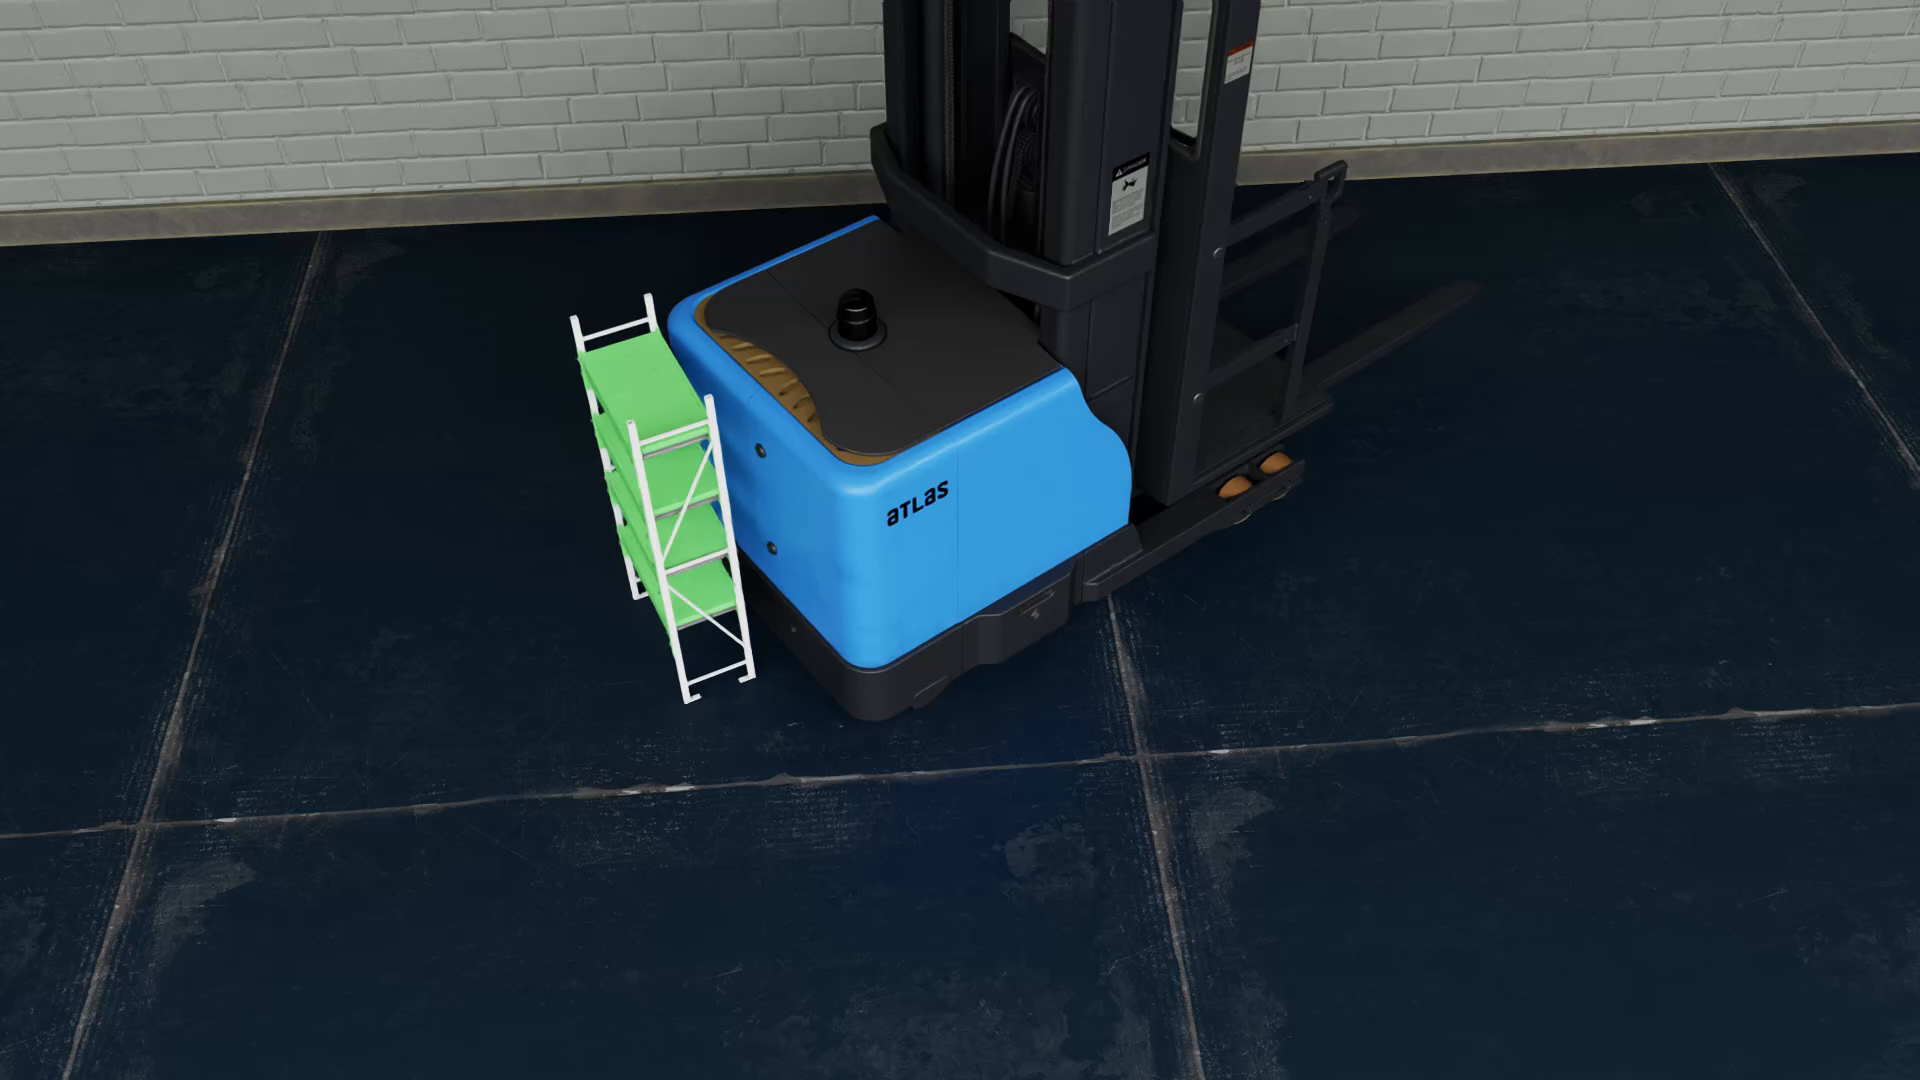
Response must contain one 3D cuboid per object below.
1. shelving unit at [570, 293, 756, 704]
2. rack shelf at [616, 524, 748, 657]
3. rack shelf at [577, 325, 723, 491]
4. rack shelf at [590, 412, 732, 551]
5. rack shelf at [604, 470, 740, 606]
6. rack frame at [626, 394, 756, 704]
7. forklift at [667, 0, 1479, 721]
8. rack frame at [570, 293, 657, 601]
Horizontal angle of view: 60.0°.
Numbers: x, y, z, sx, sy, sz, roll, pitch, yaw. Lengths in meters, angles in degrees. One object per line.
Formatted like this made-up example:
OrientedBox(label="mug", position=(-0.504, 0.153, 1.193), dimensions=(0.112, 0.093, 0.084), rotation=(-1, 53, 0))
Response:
OrientedBox(label="shelving unit", position=(-0.879, -0.095, 5.012), dimensions=(0.258, 1.200, 0.503), rotation=(-20, 50, -18))
OrientedBox(label="rack shelf", position=(-0.877, 0.114, 5.233), dimensions=(0.258, 0.148, 0.480), rotation=(-20, 50, -18))
OrientedBox(label="rack shelf", position=(-0.881, -0.380, 4.709), dimensions=(0.258, 0.148, 0.480), rotation=(-20, 50, -18))
OrientedBox(label="rack shelf", position=(-0.880, -0.216, 4.884), dimensions=(0.258, 0.148, 0.480), rotation=(-20, 50, -18))
OrientedBox(label="rack shelf", position=(-0.878, -0.051, 5.059), dimensions=(0.258, 0.148, 0.480), rotation=(-20, 50, -18))
OrientedBox(label="rack frame", position=(-0.769, 0.063, 4.862), dimensions=(0.240, 1.200, 0.015), rotation=(-20, 50, -18))
OrientedBox(label="forklift", position=(0.588, -1.342, 5.002), dimensions=(3.031, 2.935, 1.130), rotation=(-29, 53, -25))
OrientedBox(label="rack frame", position=(-0.988, -0.253, 5.162), dimensions=(0.240, 1.200, 0.015), rotation=(-20, 50, -18))
